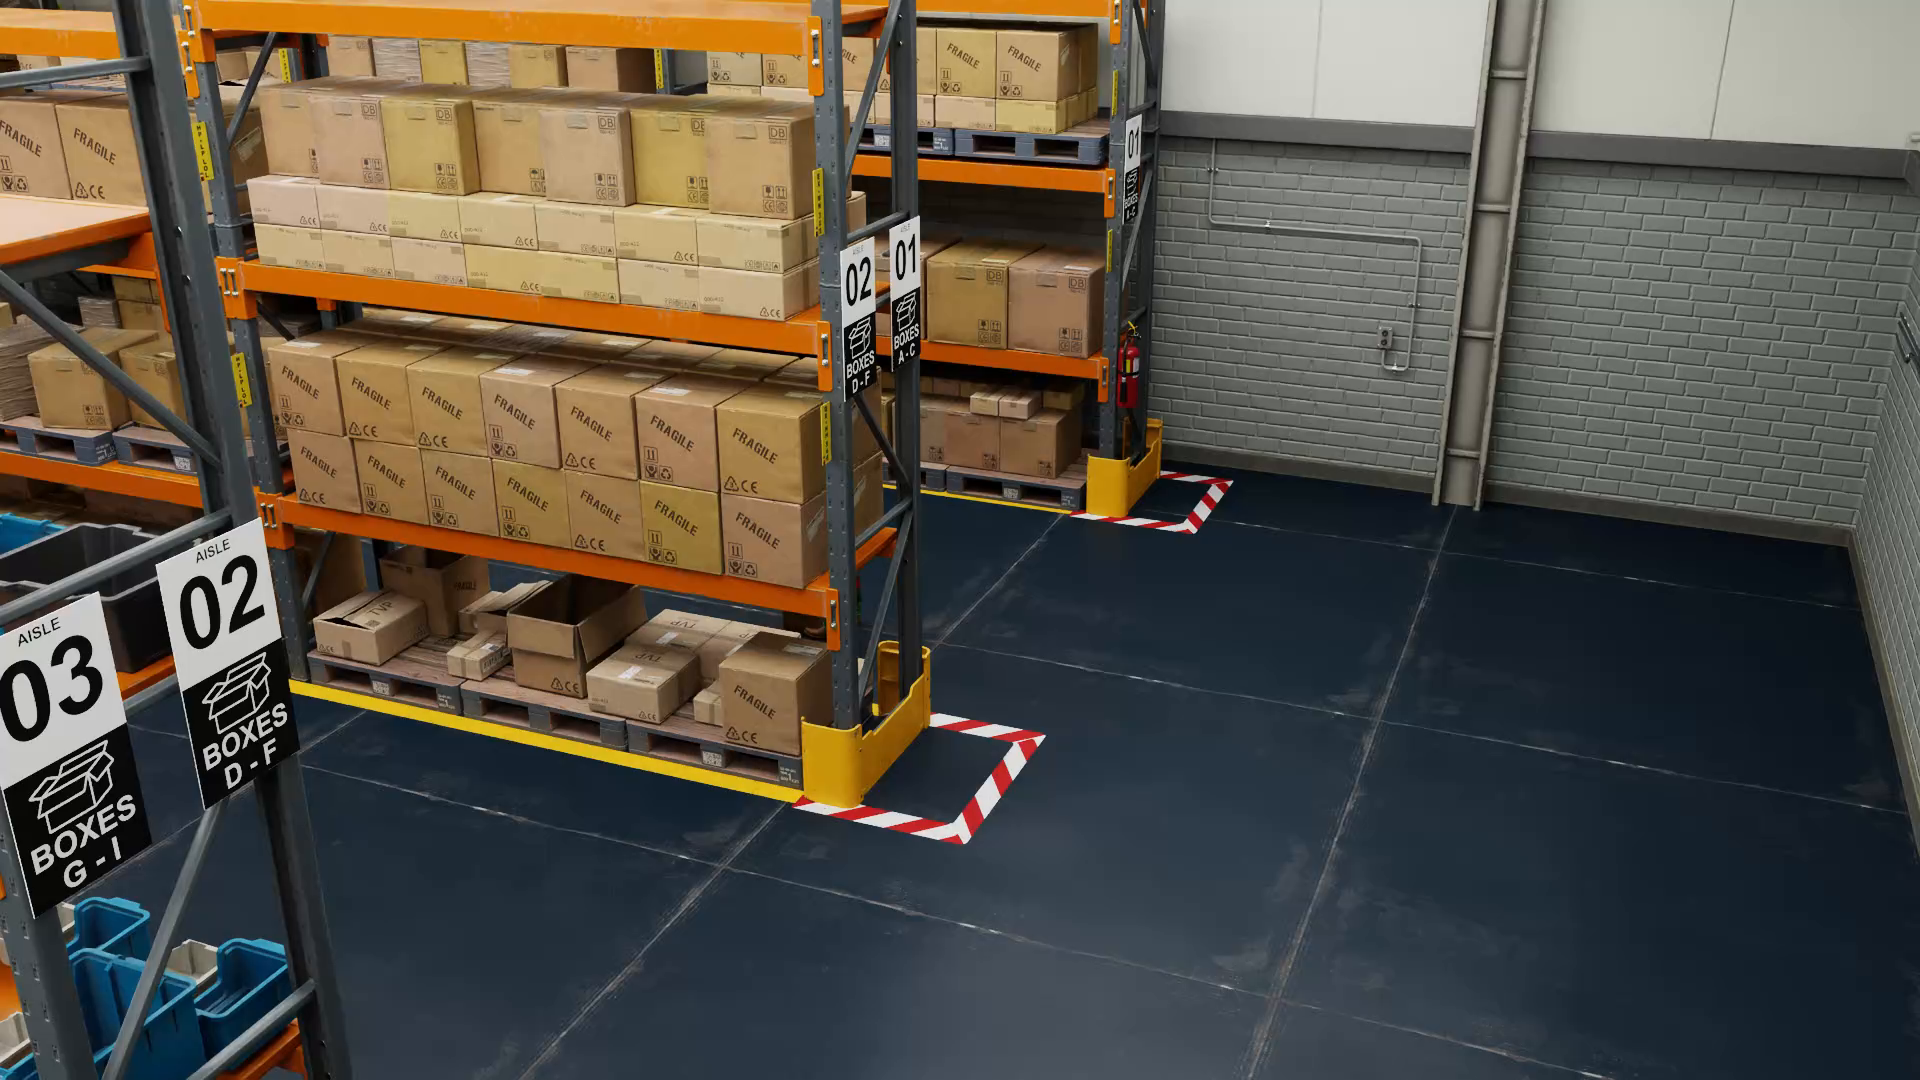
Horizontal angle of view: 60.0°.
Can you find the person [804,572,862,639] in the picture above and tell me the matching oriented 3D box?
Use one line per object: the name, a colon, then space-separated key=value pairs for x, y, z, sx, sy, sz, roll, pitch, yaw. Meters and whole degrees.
person: x=-0.886 y=-0.184 z=11.367 sx=0.450 sy=1.780 sz=0.623 roll=8 pitch=23 yaw=18
